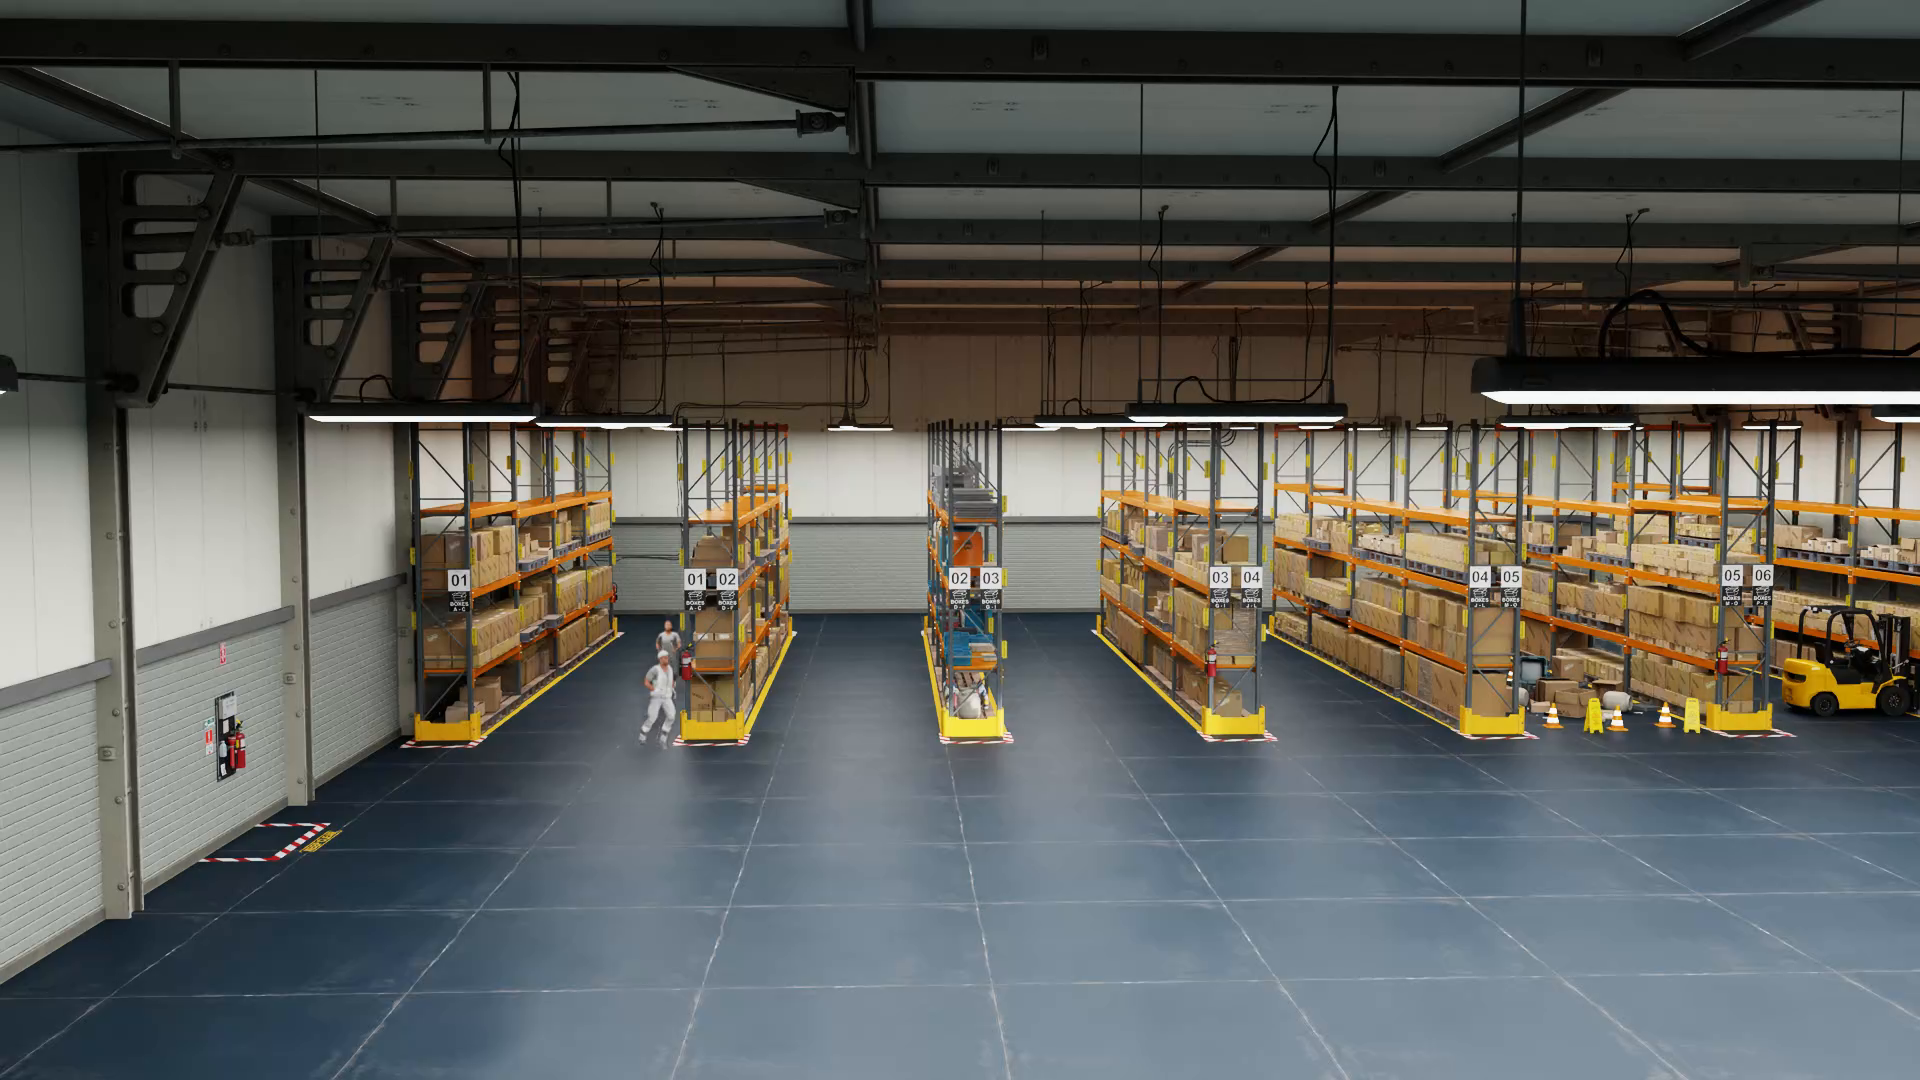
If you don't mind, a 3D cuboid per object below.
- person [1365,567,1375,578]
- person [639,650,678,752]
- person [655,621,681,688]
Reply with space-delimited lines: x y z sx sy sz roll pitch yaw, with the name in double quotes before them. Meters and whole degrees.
"person" 12.224 1.679 49.237 0.850 1.794 0.665 0 4 5
"person" -5.400 2.904 30.264 0.720 1.805 0.790 -4 5 -44
"person" -6.407 2.574 36.484 0.565 1.619 0.636 0 4 -6
